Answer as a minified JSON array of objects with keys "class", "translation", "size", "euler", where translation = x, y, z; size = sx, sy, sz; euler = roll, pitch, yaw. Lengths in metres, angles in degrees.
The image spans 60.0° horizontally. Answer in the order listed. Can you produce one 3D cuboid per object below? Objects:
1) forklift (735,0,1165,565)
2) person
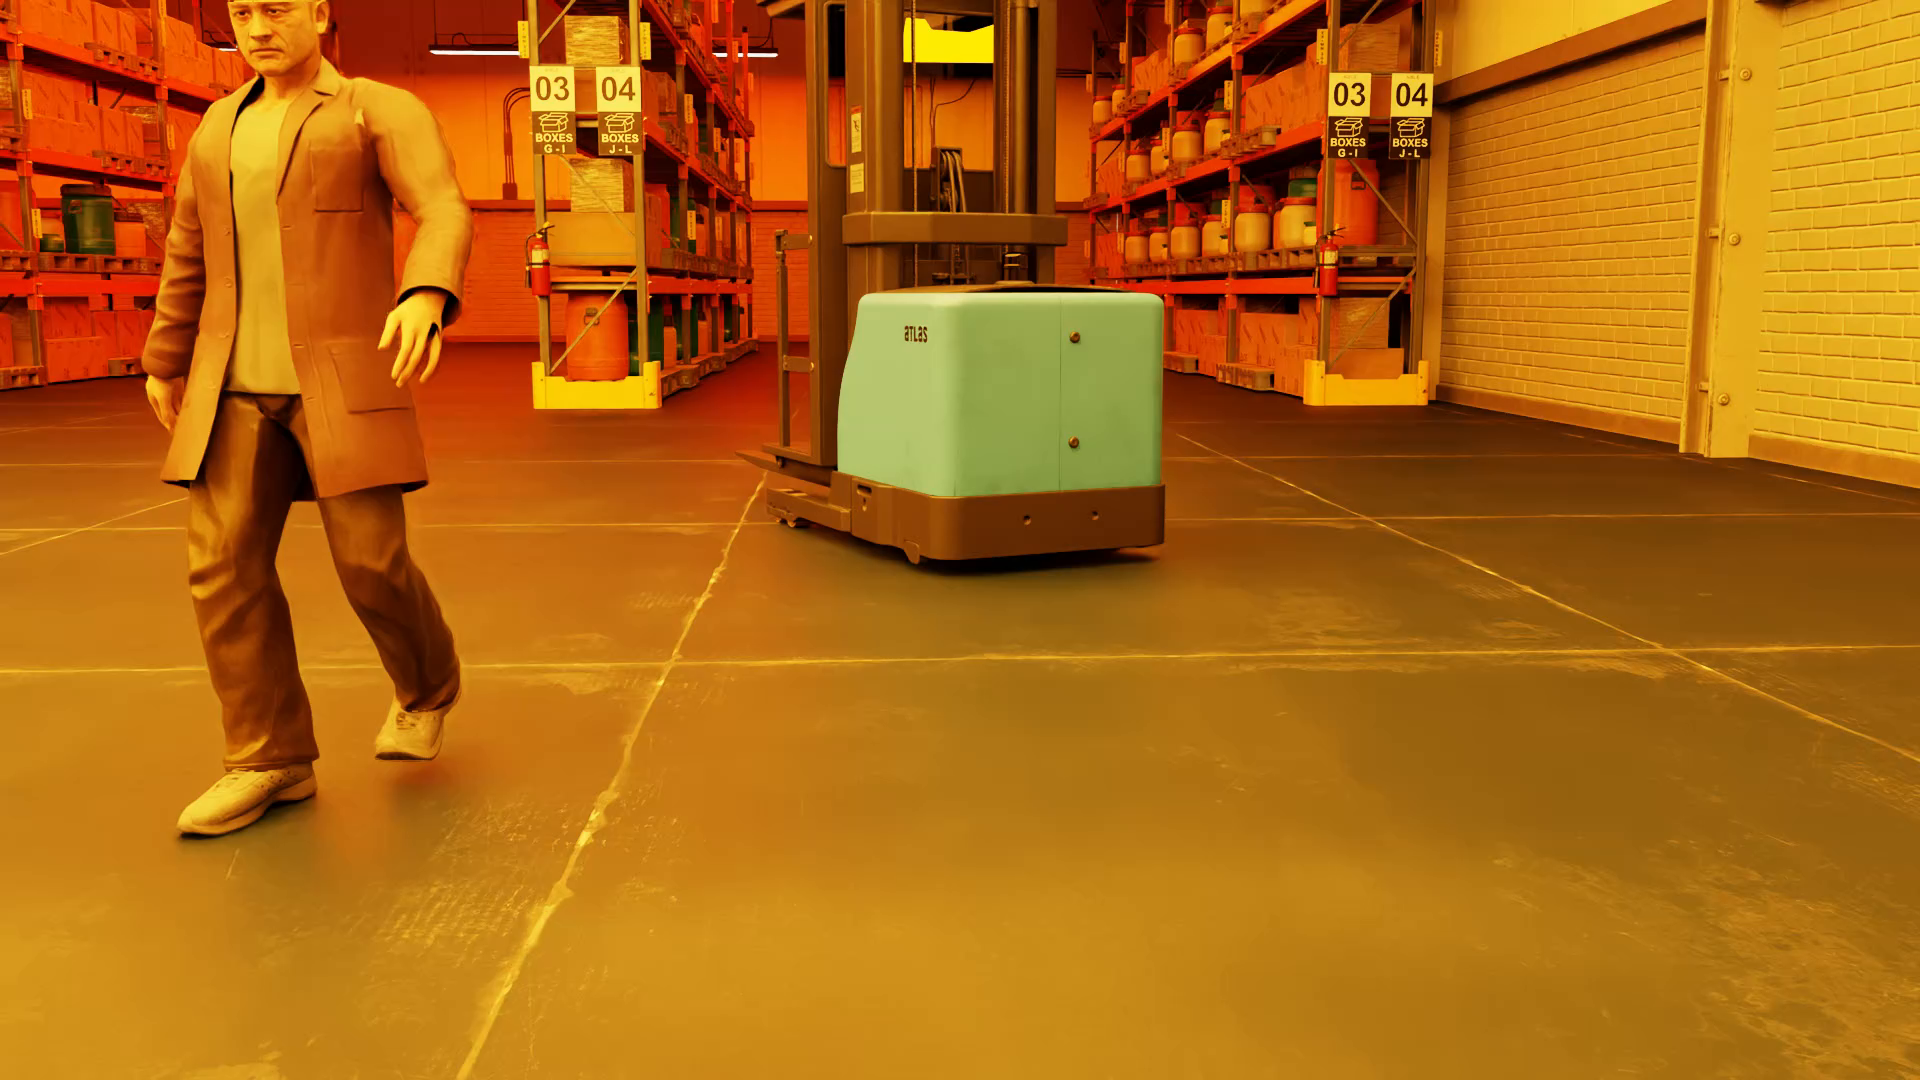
[{"class":"forklift","translation":[-0.264,-1.530,7.637],"size":[1.130,2.935,3.031],"euler":[-4,9,-25]},{"class":"person","translation":[-1.369,-0.317,3.472],"size":[0.906,1.760,0.738],"euler":[1,9,8]}]
